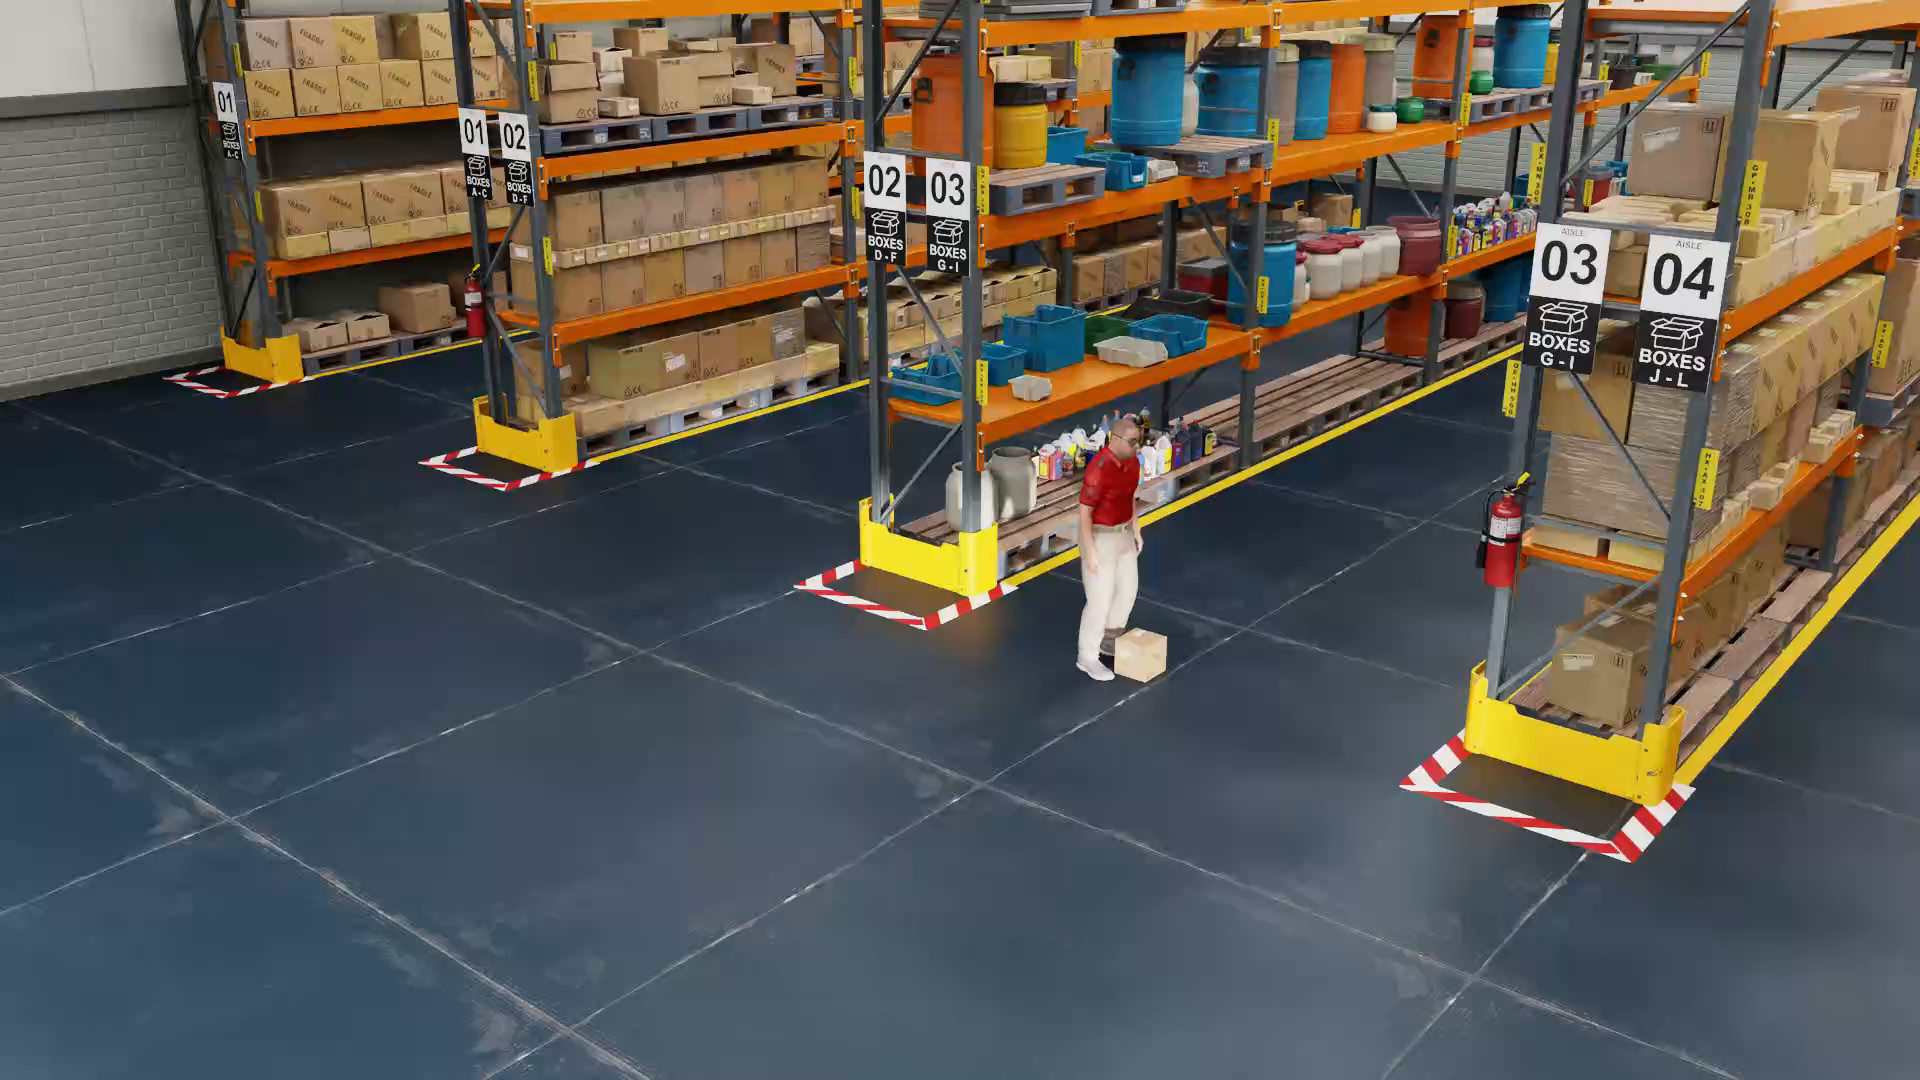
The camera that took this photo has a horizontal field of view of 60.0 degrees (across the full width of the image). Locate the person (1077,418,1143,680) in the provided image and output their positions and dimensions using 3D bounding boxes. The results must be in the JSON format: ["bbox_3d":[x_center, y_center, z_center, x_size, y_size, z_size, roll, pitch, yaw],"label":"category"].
[{"bbox_3d":[1.008,0.023,11.031,0.394,1.727,0.587,16,25,37],"label":"person"}]
